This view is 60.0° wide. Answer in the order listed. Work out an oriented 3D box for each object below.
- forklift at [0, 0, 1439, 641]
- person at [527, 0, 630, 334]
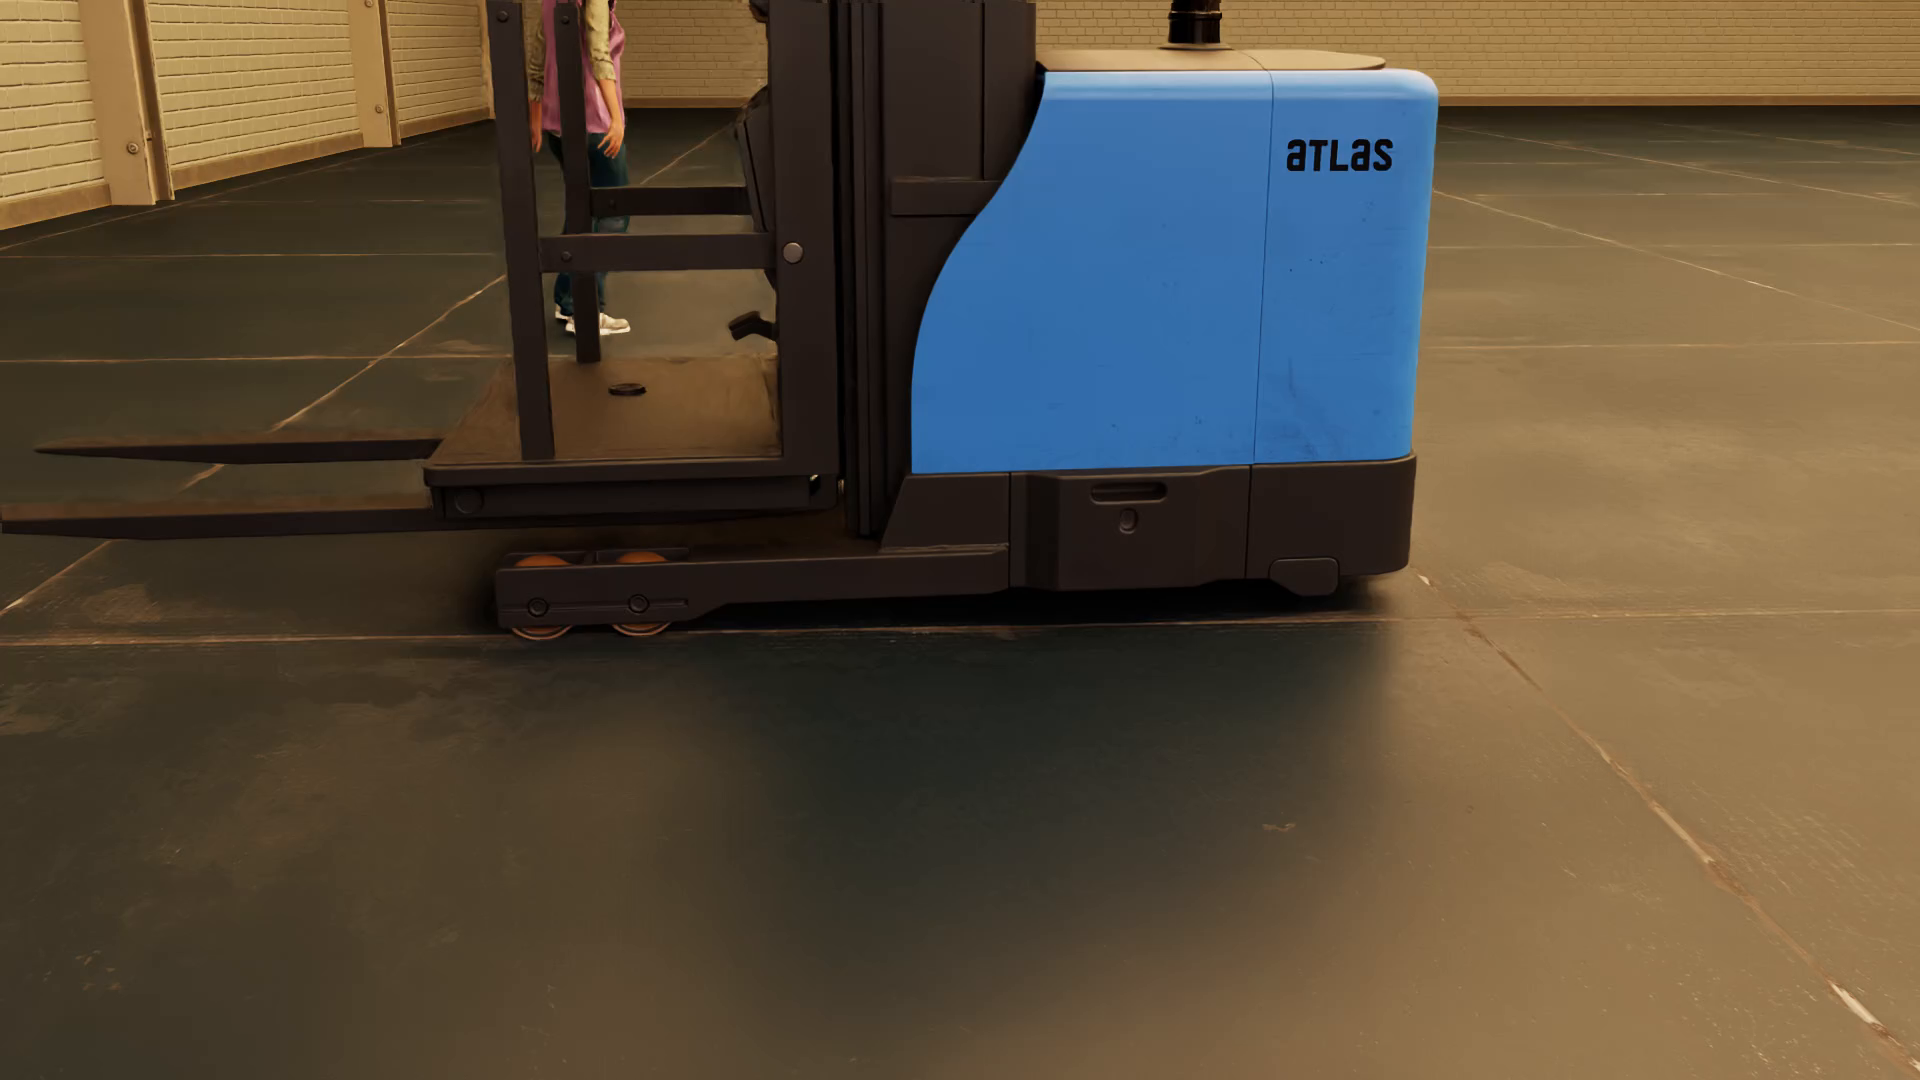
[{"bbox_3d":[-0.604,-1.367,3.375,3.031,2.935,1.130,-2,17,-6],"label":"forklift"},{"bbox_3d":[-1.485,-1.595,6.510,0.399,1.563,0.730,-15,23,-41],"label":"person"}]
